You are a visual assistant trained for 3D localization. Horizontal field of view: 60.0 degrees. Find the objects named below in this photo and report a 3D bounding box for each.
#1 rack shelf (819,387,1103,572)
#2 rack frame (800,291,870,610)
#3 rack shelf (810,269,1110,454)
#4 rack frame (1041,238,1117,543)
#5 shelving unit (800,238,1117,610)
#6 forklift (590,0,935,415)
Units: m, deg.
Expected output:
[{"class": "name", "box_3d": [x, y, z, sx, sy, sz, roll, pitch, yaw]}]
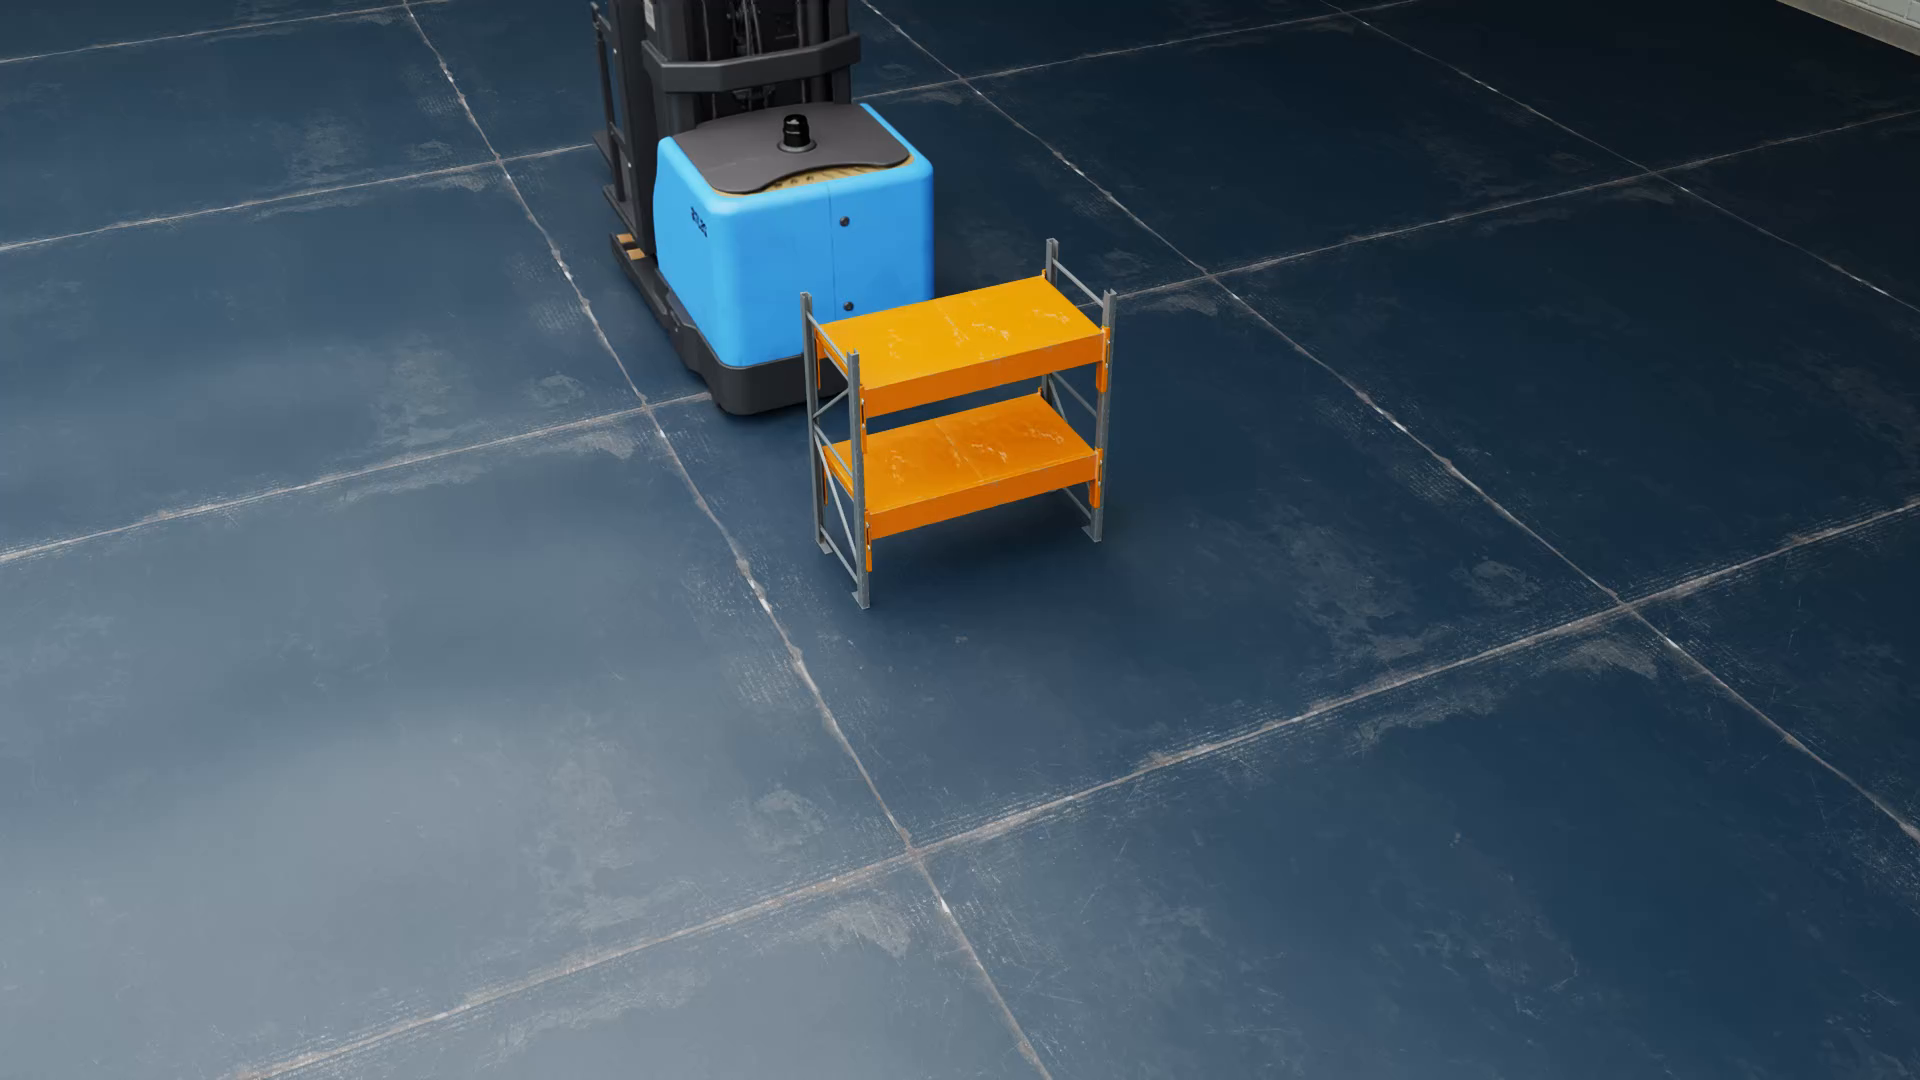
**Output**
[{"class": "rack shelf", "box_3d": [-0.006, -0.254, 6.558, 1.000, 0.278, 0.538, -16, 39, -20]}, {"class": "rack frame", "box_3d": [-0.466, -0.321, 6.239, 0.032, 1.125, 0.500, -16, 39, -20]}, {"class": "rack shelf", "box_3d": [-0.006, -0.685, 6.238, 1.000, 0.278, 0.538, -16, 39, -20]}, {"class": "rack frame", "box_3d": [0.454, -0.579, 6.586, 0.032, 1.125, 0.500, -16, 39, -20]}, {"class": "shelving unit", "box_3d": [-0.006, -0.450, 6.413, 1.048, 1.125, 0.538, -16, 39, -20]}, {"class": "forklift", "box_3d": [-1.170, -2.603, 7.799, 1.130, 2.935, 3.031, -15, 39, -20]}]
